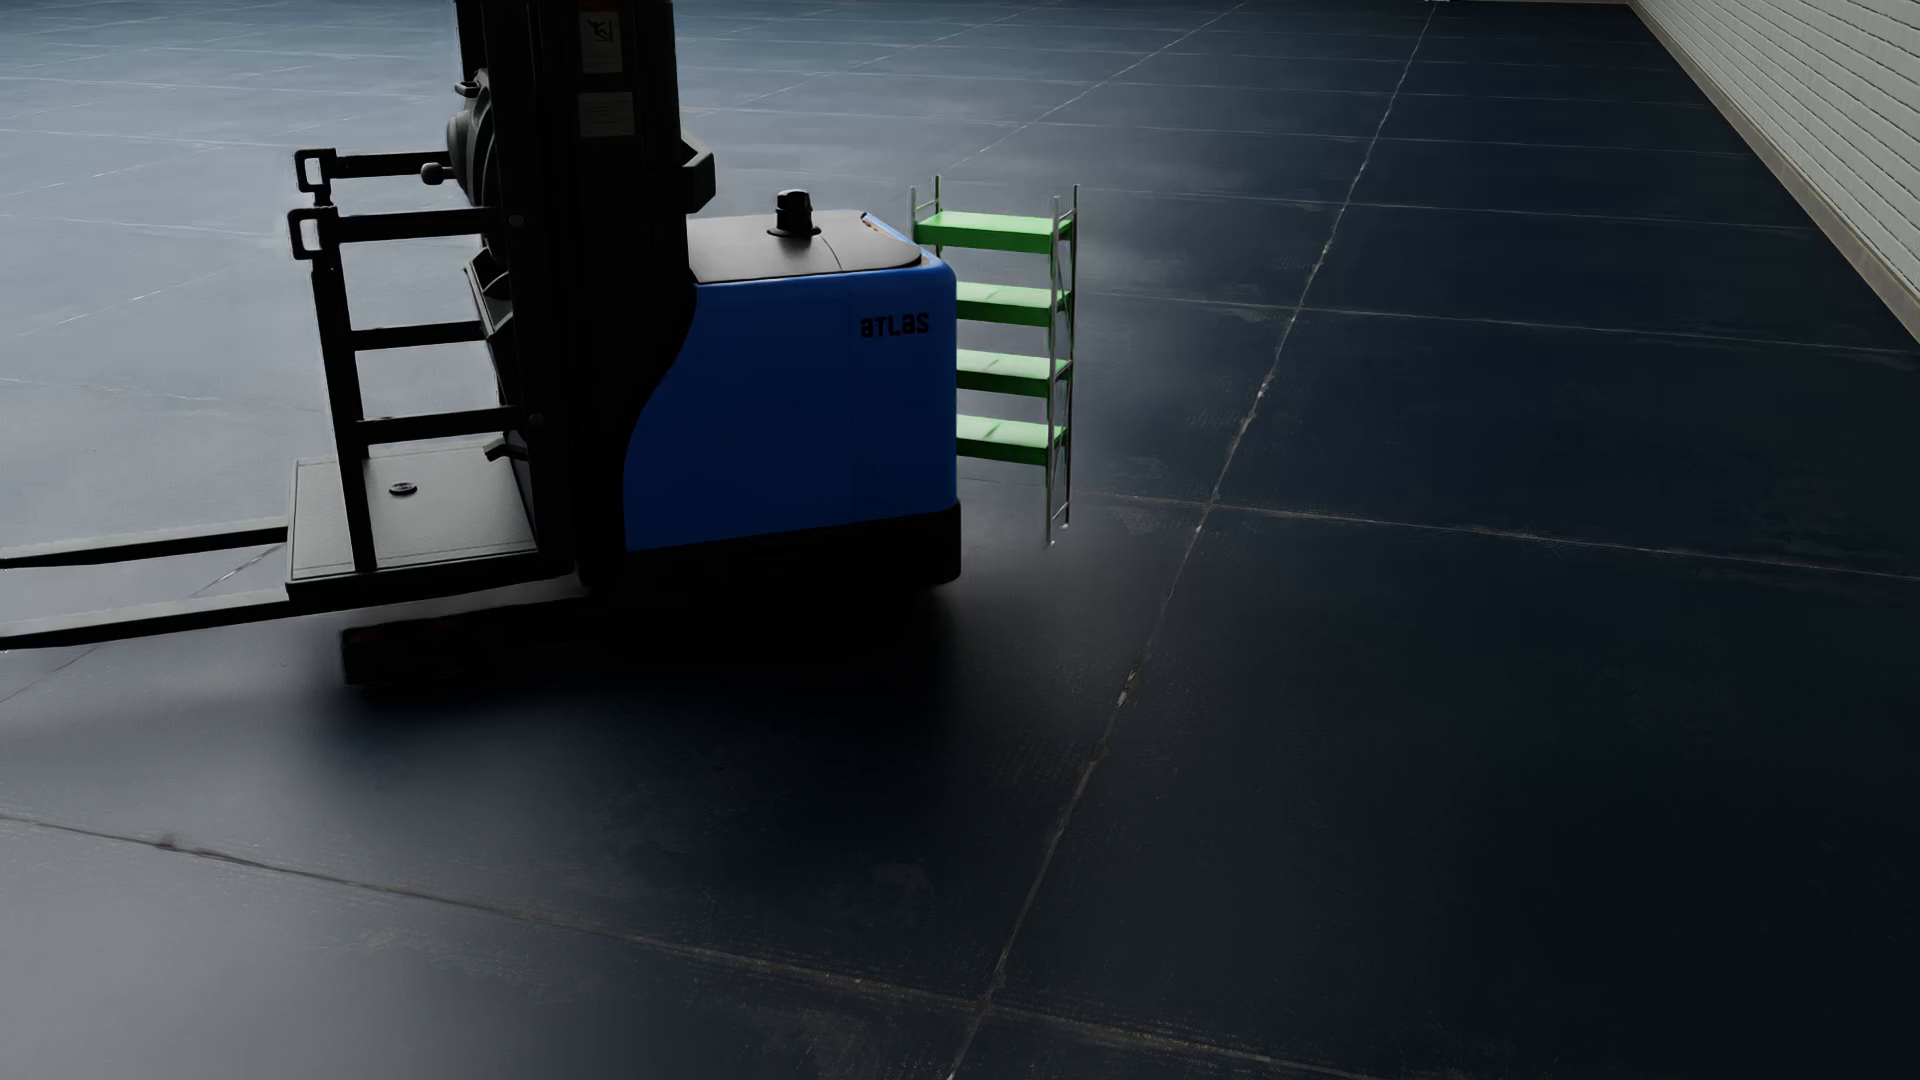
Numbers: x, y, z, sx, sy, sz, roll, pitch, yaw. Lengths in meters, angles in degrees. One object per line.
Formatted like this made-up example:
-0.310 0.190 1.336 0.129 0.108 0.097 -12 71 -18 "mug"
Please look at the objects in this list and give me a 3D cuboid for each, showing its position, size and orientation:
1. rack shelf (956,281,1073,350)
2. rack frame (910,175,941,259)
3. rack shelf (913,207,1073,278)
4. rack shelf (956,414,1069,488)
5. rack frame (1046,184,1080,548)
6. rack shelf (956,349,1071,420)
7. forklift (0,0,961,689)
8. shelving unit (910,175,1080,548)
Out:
0.115 -0.765 5.590 0.480 0.148 0.258 8 24 19 "rack shelf"
-0.113 -0.635 5.737 0.015 1.200 0.240 8 24 19 "rack frame"
0.115 -0.987 5.499 0.480 0.148 0.258 8 24 19 "rack shelf"
0.115 -0.321 5.773 0.480 0.148 0.258 8 24 19 "rack shelf"
0.343 -0.570 5.578 0.015 1.200 0.240 8 24 19 "rack frame"
0.115 -0.543 5.682 0.480 0.148 0.258 8 24 19 "rack shelf"
-1.571 -1.158 4.730 3.031 2.935 1.130 -8 24 -18 "forklift"
0.115 -0.602 5.657 0.503 1.200 0.258 8 24 19 "shelving unit"
